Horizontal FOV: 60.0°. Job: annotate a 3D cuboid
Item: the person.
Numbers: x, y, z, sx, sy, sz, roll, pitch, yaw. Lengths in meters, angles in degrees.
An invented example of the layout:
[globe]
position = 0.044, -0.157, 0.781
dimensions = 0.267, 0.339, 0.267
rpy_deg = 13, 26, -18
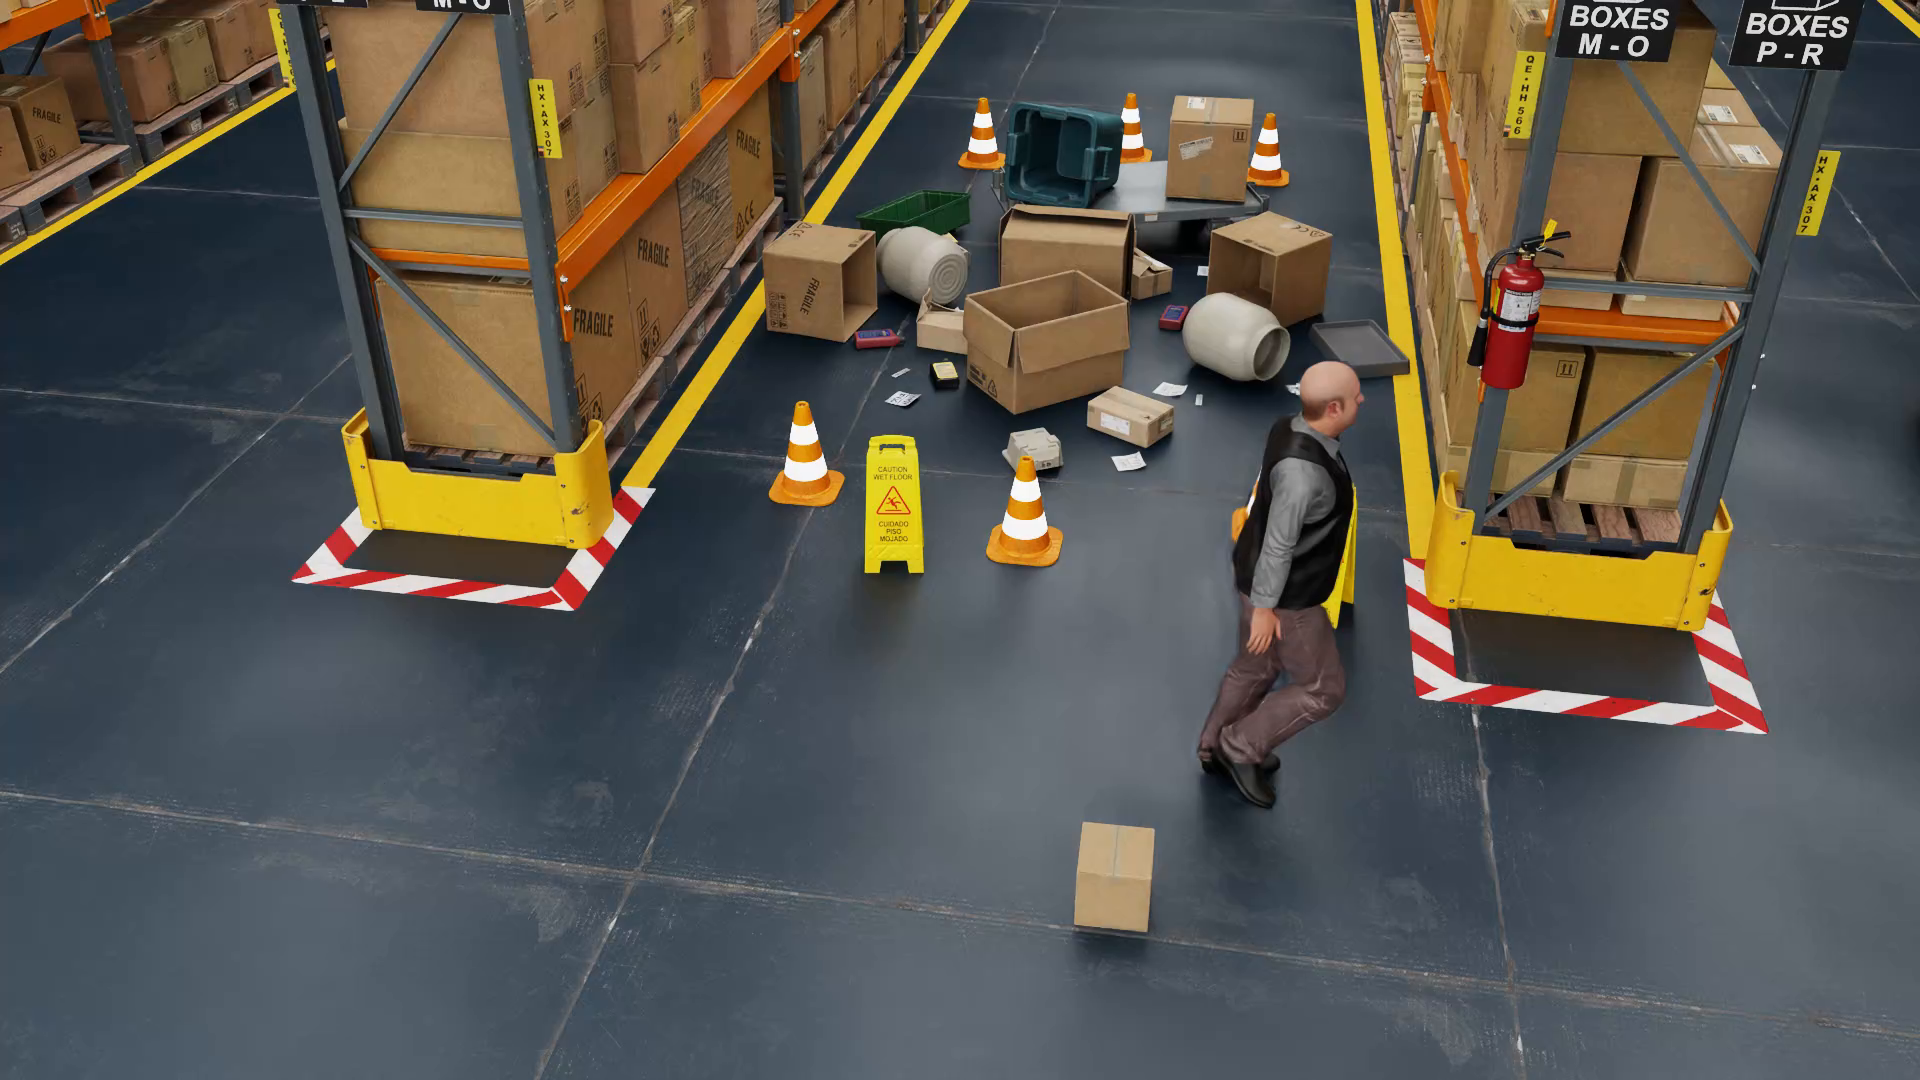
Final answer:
[person]
position = 1.142, 0.156, 5.883
dimensions = 0.490, 1.708, 0.567
rpy_deg = 3, 32, 4
